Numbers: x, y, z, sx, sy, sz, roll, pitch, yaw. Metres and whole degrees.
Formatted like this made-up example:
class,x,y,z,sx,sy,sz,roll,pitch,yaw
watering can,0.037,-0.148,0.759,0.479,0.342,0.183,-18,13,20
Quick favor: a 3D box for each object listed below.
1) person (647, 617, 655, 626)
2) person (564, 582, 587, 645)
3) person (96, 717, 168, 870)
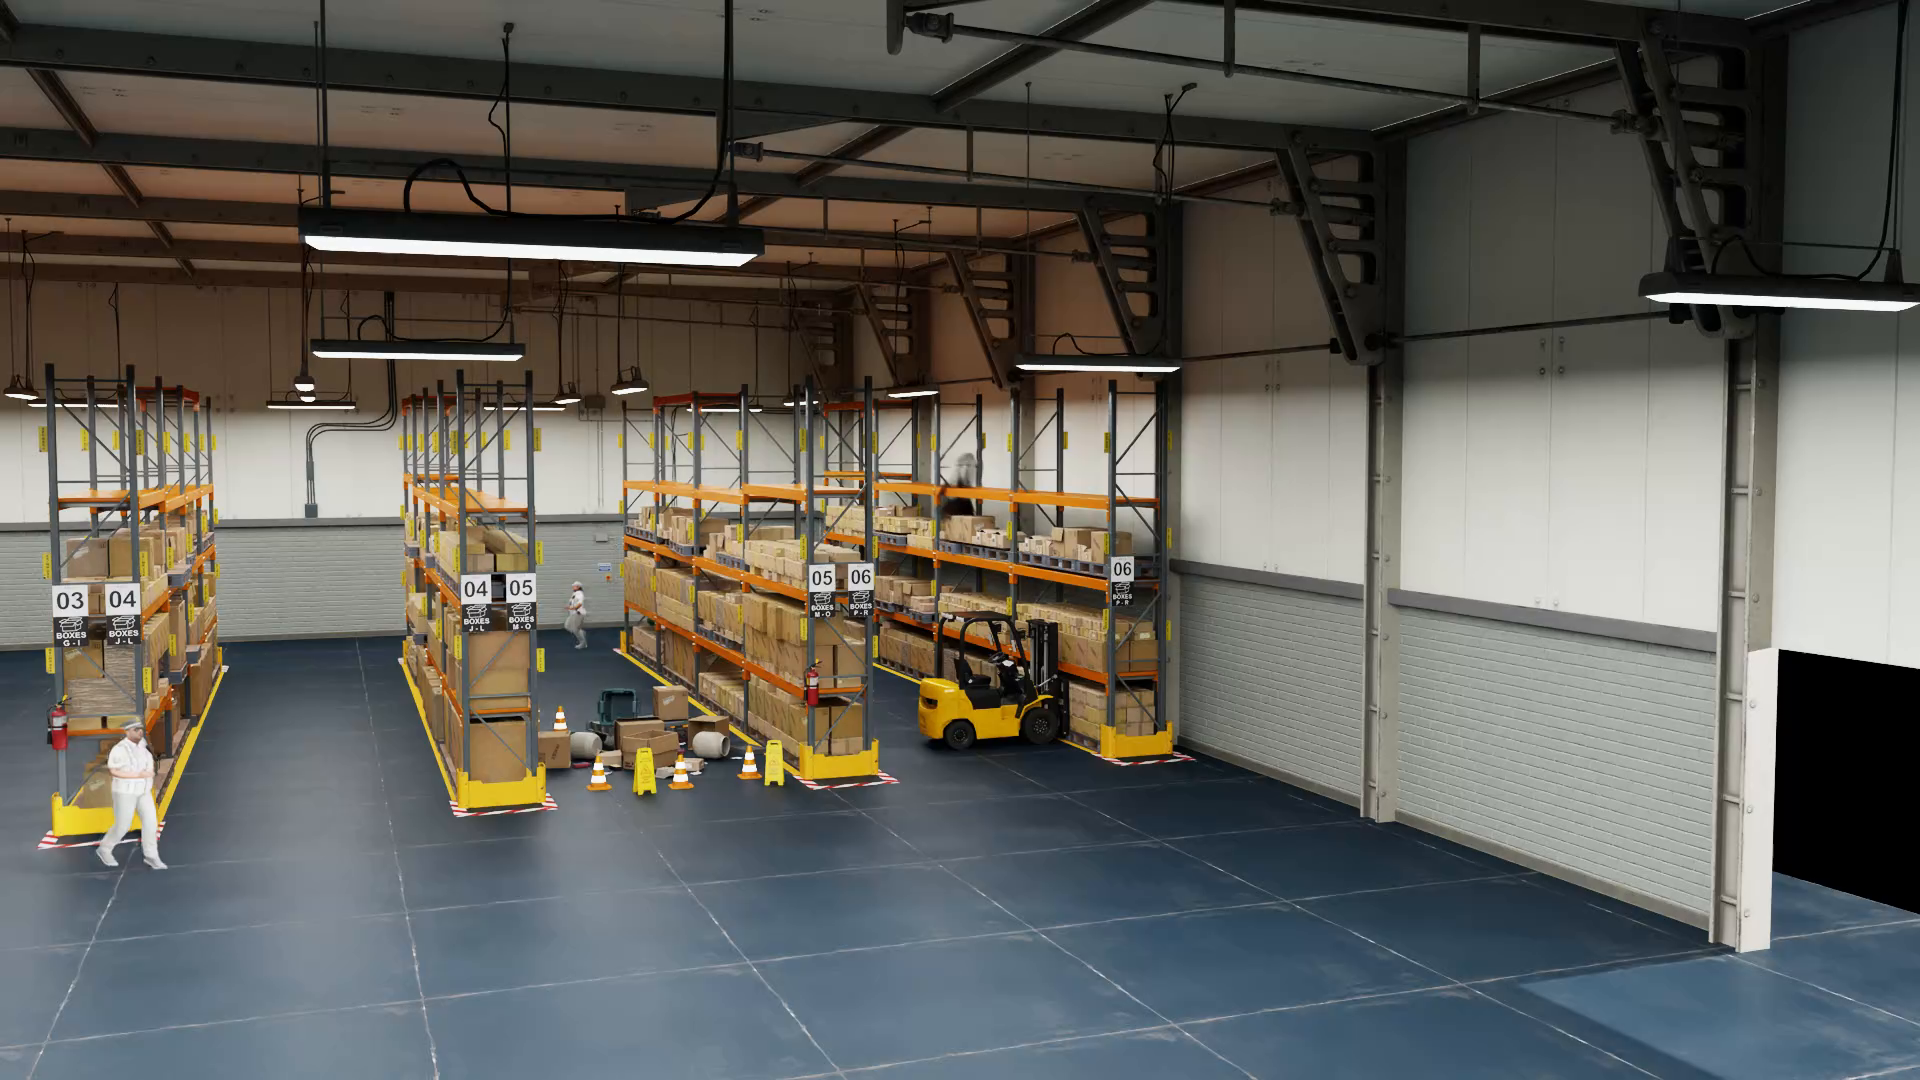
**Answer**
class,x,y,z,sx,sy,sz,roll,pitch,yaw
person,-7.654,1.734,41.258,0.774,1.762,0.783,1,4,18
person,-9.368,1.787,40.499,0.560,1.556,0.593,-1,4,-24
person,-9.743,2.983,19.543,0.842,1.833,0.682,1,3,16
